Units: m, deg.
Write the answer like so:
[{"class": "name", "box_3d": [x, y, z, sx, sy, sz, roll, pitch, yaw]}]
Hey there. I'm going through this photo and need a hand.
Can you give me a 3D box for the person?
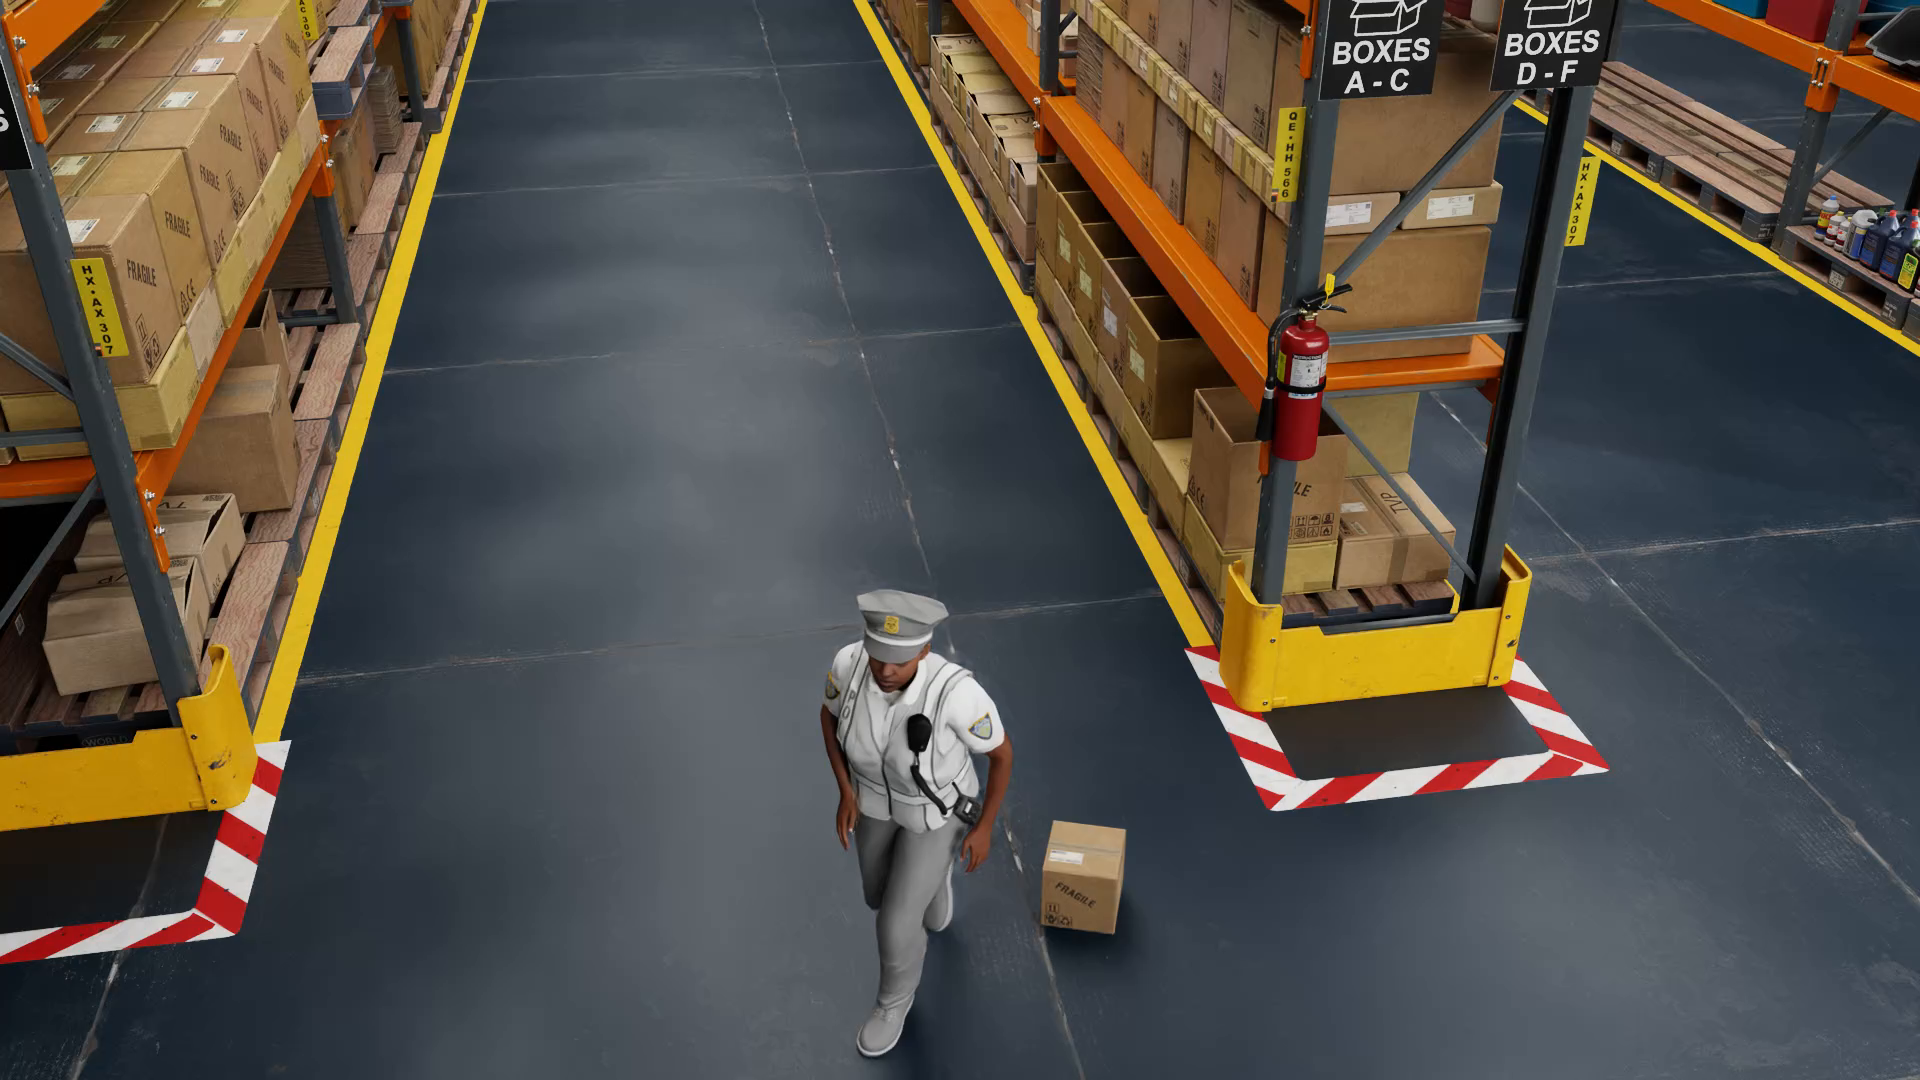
[{"class": "person", "box_3d": [-0.088, 0.739, 4.936, 0.579, 1.641, 0.711, 14, 34, 22]}]
